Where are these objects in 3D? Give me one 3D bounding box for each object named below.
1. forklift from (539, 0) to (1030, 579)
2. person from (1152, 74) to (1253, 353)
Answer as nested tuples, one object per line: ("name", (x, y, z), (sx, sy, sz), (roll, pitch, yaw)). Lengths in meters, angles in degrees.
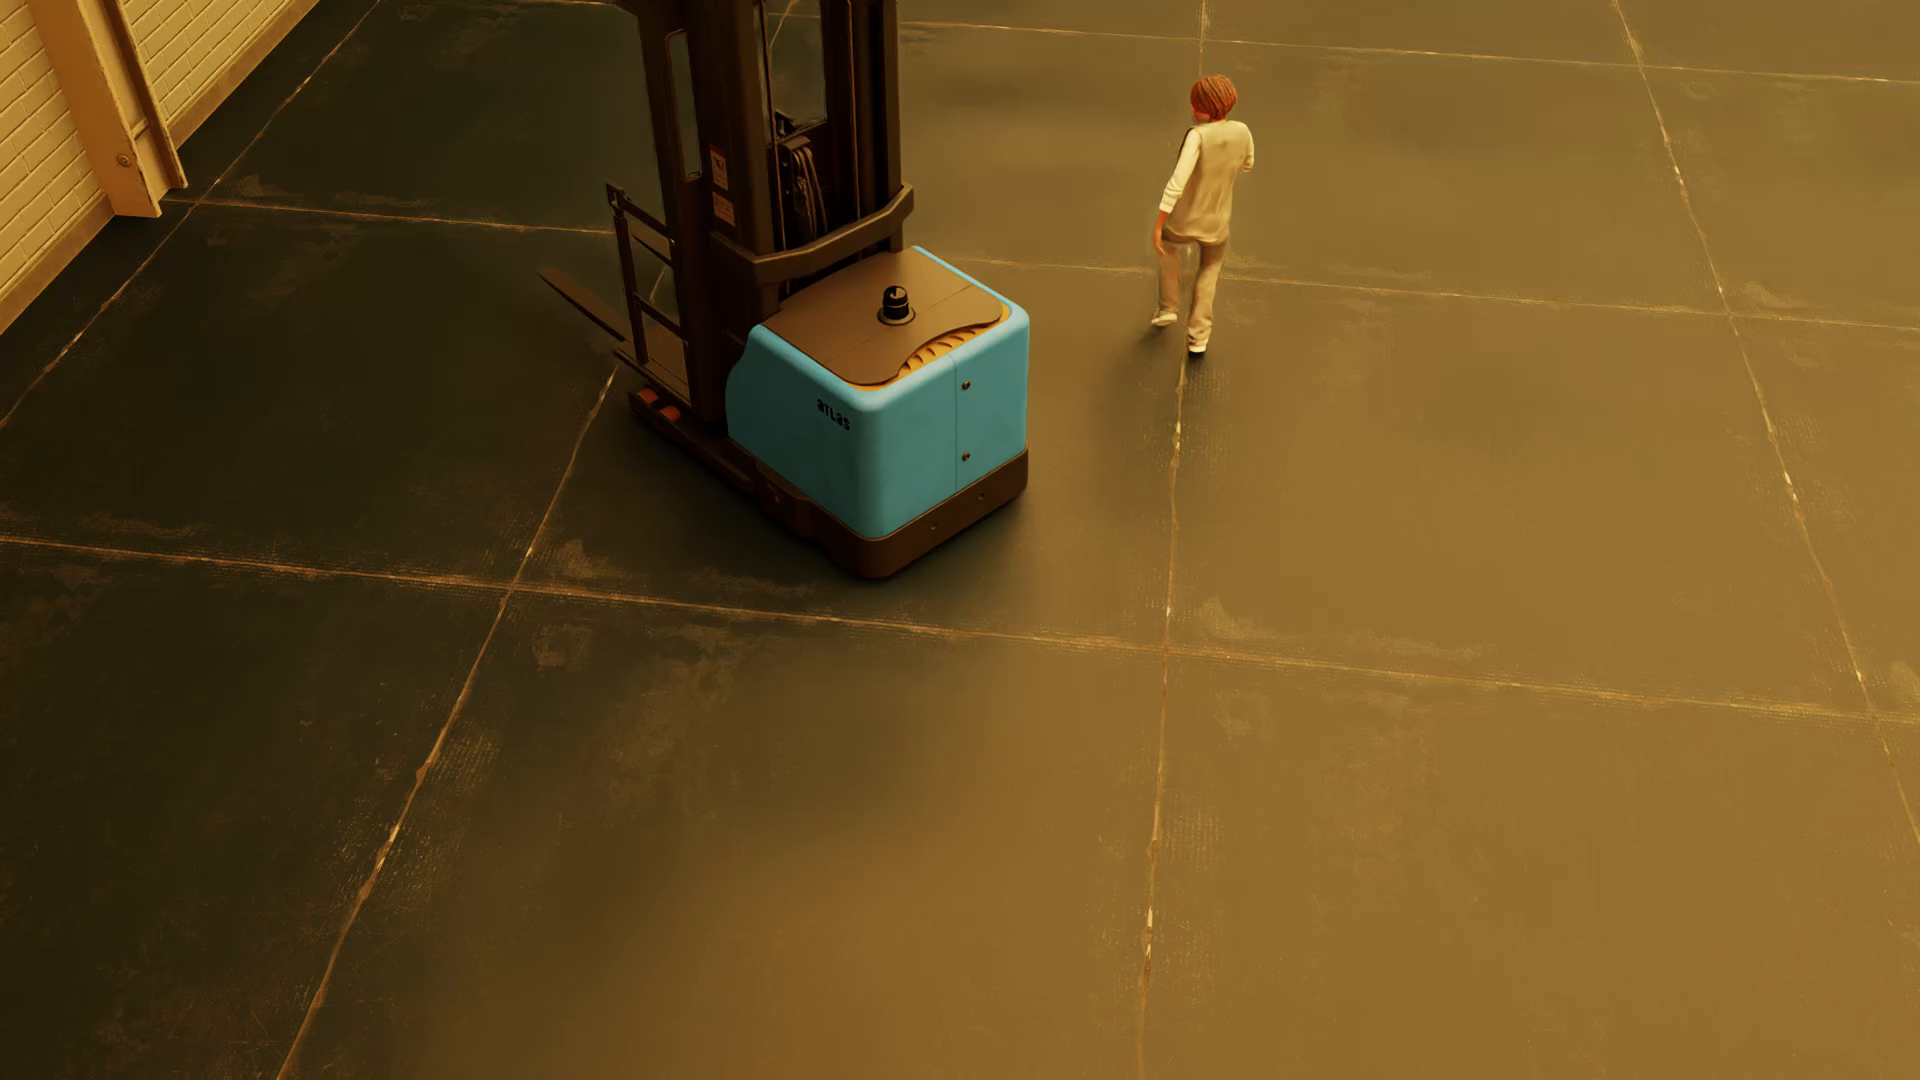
("forklift", (-1.047, -1.808, 7.693), (1.130, 2.935, 3.031), (-32, 52, -30))
("person", (1.230, -1.656, 8.588), (0.549, 1.564, 0.671), (-2, 43, -2))
